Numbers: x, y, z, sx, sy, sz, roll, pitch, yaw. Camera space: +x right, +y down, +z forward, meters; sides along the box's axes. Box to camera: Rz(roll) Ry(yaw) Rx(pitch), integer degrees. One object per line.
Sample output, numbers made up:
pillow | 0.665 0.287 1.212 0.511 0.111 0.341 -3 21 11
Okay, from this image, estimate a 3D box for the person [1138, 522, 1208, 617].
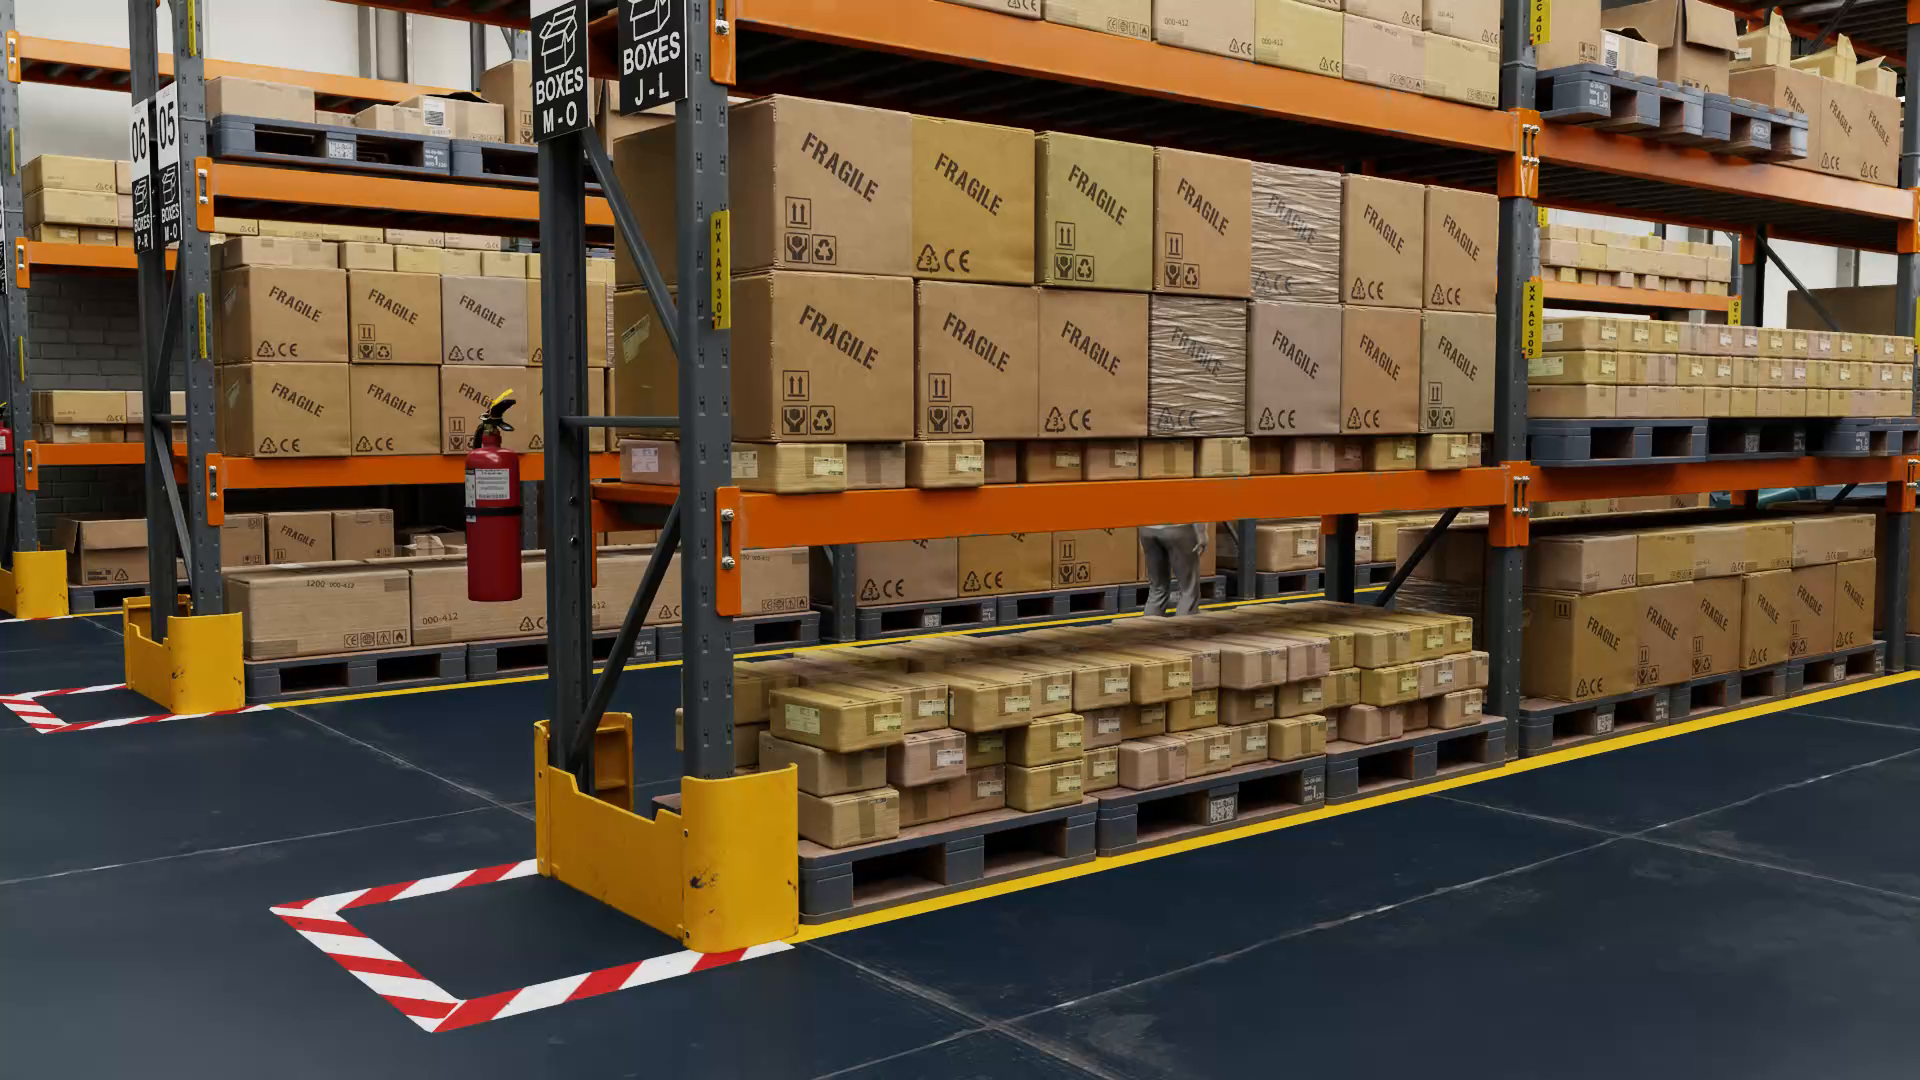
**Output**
person | 1.258 -0.053 9.915 0.375 1.662 0.528 -4 6 -41
